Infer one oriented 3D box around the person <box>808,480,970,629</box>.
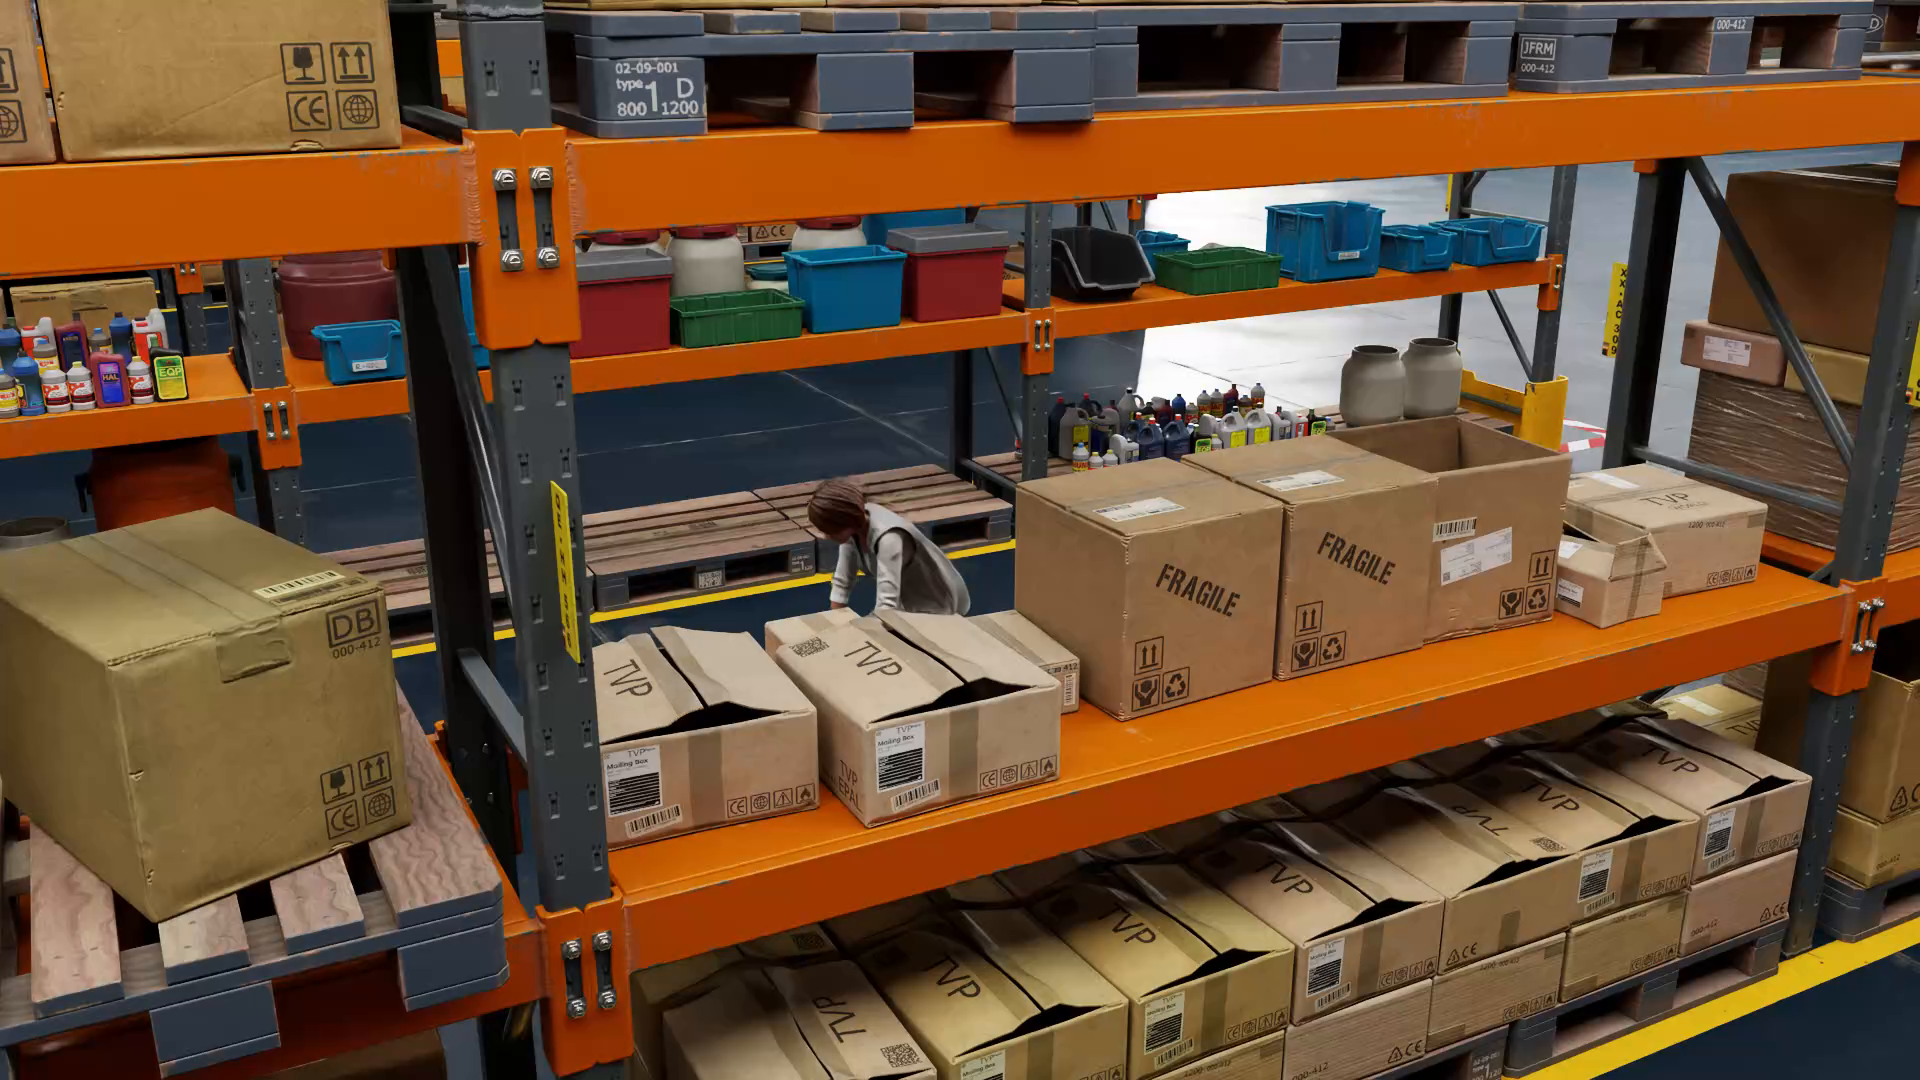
[{"bbox_3d":[-0.273,0.338,6.665,0.688,1.227,0.462,-10,21,-27],"label":"person"}]
